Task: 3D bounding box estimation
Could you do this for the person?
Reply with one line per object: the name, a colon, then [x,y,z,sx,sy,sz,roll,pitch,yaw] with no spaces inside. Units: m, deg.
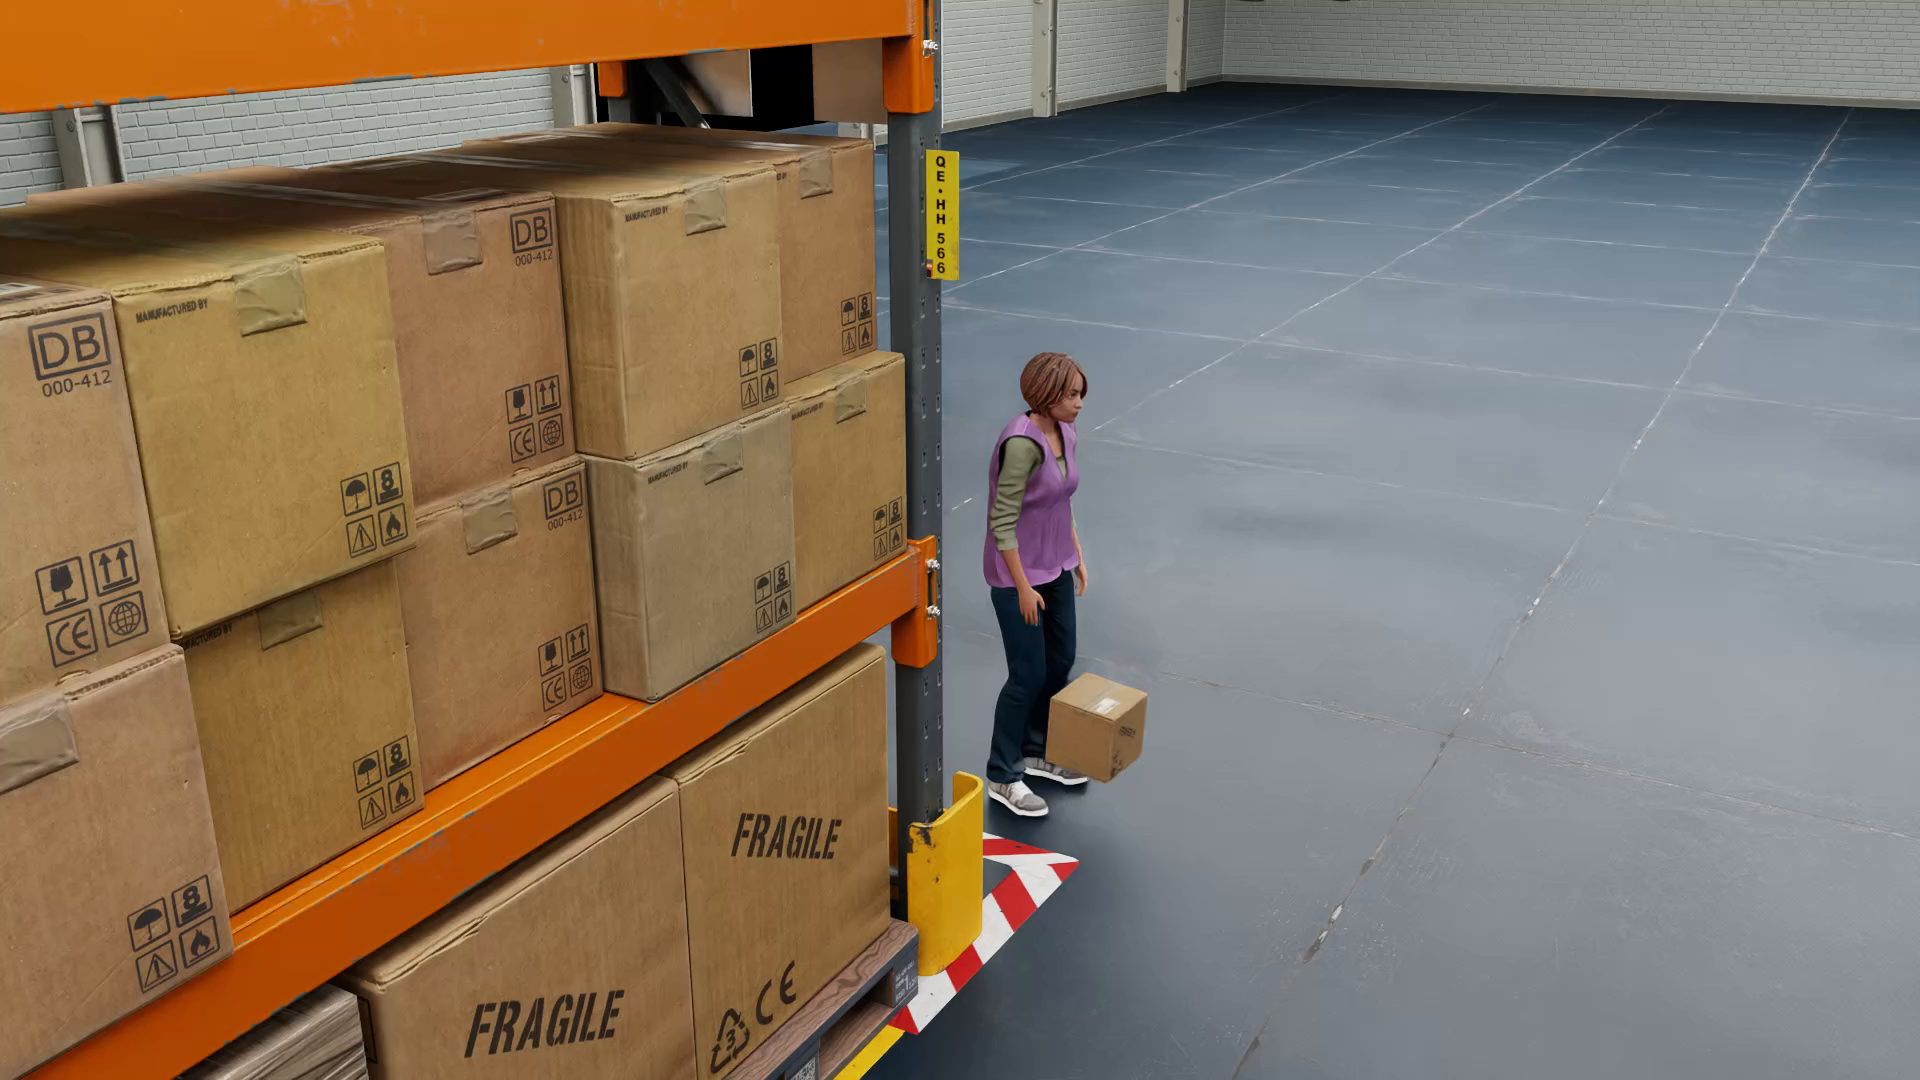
person: [0.264,0.132,5.715,0.340,1.595,0.456,12,23,31]
